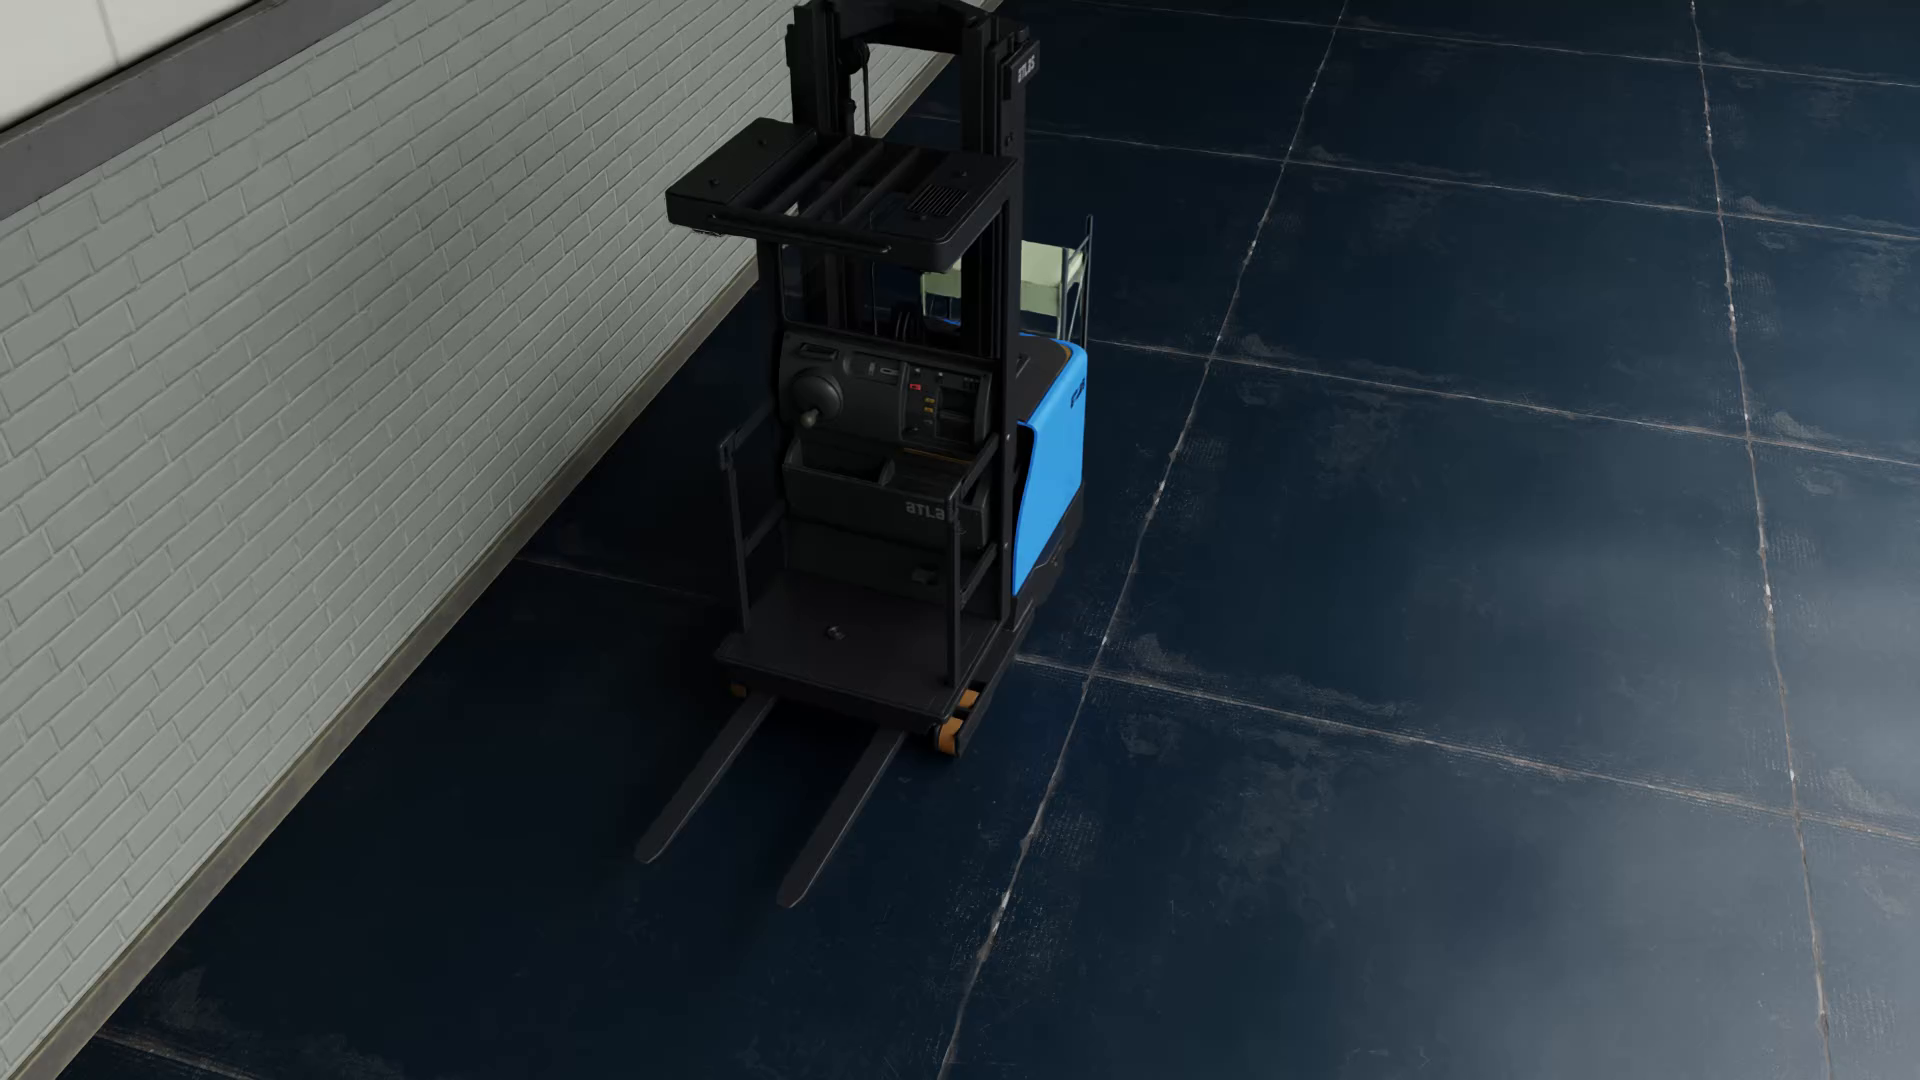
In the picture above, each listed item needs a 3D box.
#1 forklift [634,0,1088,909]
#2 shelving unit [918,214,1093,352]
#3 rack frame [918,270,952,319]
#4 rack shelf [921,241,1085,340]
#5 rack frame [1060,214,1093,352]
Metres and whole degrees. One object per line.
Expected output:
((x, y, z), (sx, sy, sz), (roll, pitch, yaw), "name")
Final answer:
((-0.391, -0.536, 6.690), (1.130, 2.935, 3.031), (13, 38, 17), "forklift")
((0.219, -0.939, 8.445), (0.755, 1.500, 0.431), (13, 38, 17), "shelving unit")
((-0.122, -1.018, 8.553), (0.023, 1.500, 0.400), (13, 38, 17), "rack frame")
((0.219, -1.253, 8.214), (0.720, 0.370, 0.431), (13, 38, 17), "rack shelf")
((0.559, -0.859, 8.337), (0.023, 1.500, 0.400), (13, 38, 17), "rack frame")
